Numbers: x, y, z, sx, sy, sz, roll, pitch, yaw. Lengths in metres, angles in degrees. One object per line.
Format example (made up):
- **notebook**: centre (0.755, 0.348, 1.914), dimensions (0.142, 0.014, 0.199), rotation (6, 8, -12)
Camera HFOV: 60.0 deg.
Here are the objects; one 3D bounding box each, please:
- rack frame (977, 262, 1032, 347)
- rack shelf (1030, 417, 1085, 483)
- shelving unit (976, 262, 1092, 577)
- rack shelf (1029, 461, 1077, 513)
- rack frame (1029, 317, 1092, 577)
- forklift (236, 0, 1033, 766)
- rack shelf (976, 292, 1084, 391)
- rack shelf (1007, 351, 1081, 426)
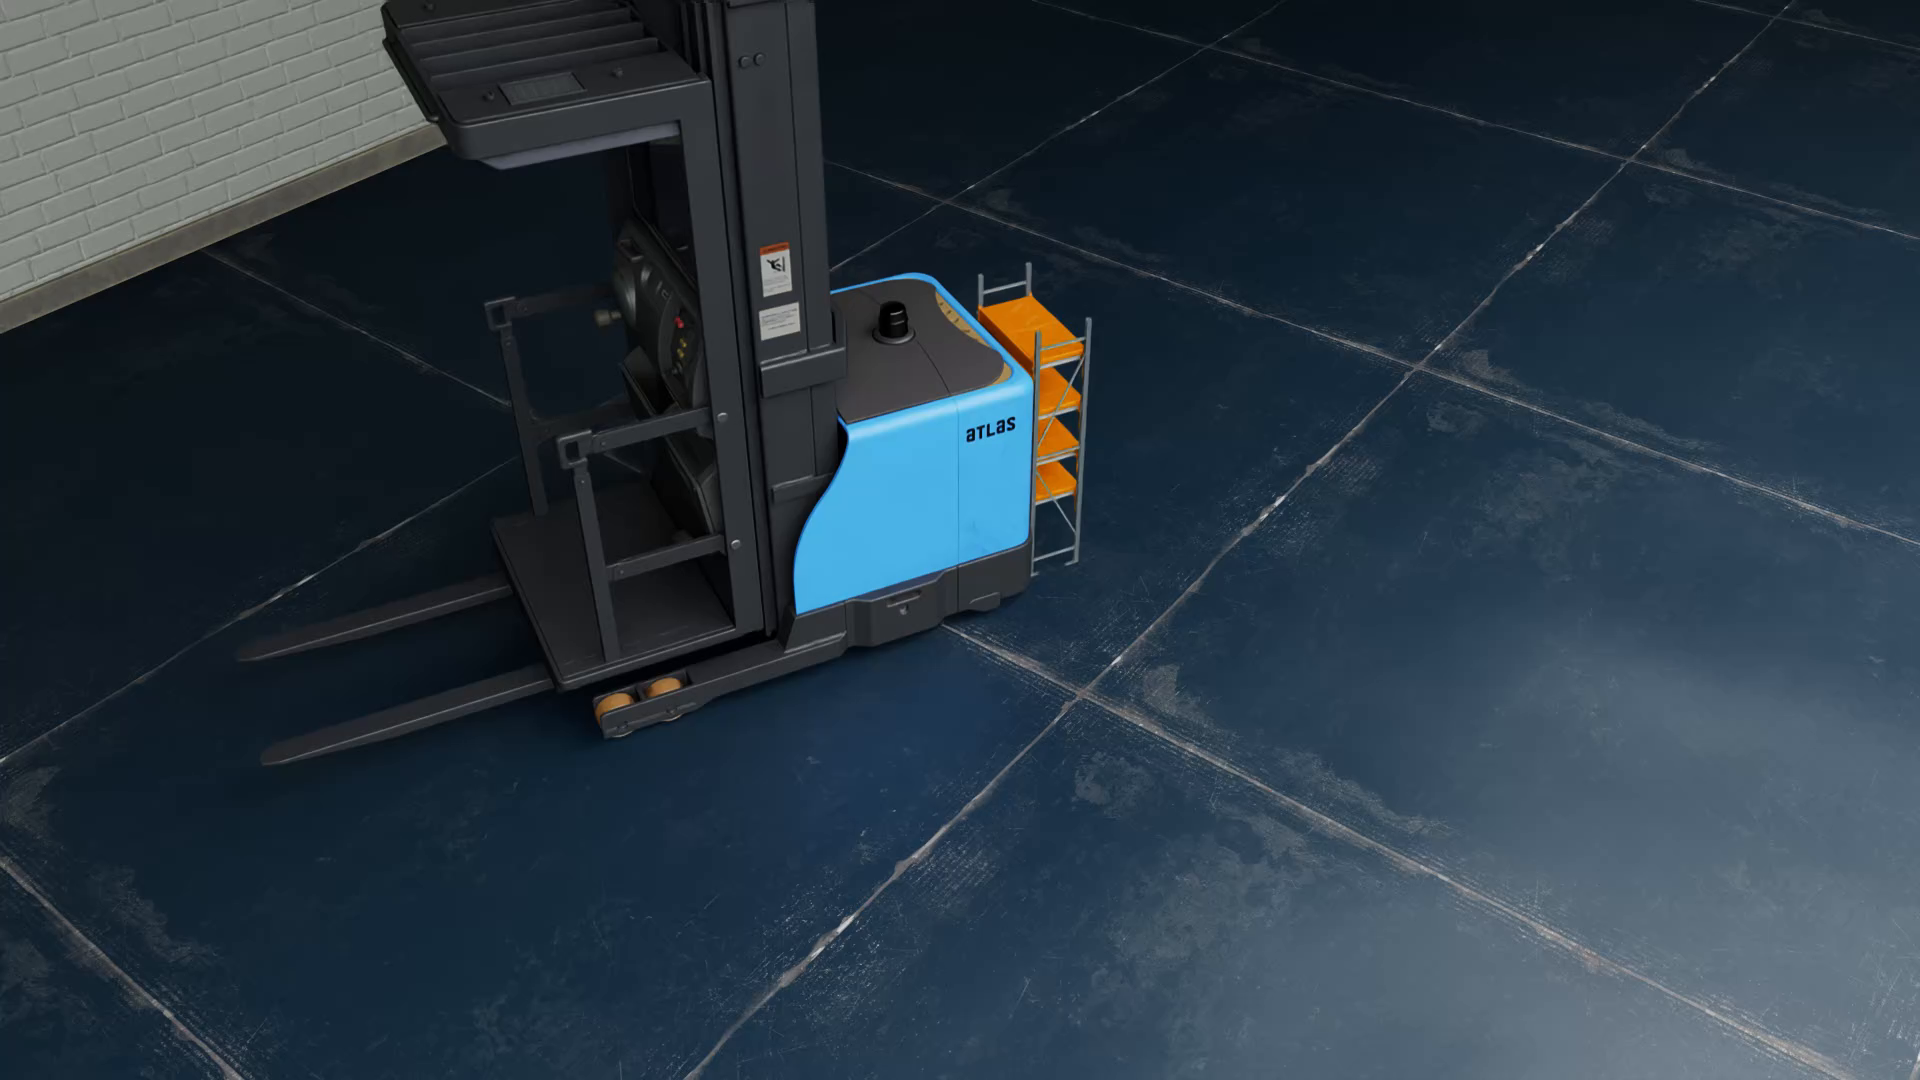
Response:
- **rack frame**: centre (0.179, -0.619, 7.067), dimensions (0.240, 1.200, 0.015), rotation (-17, 41, -20)
- **rack shelf**: centre (0.287, -0.431, 6.936), dimensions (0.258, 0.148, 0.480), rotation (-17, 41, -20)
- **shelving unit**: centre (0.287, -0.484, 6.895), dimensions (0.258, 1.200, 0.503), rotation (-17, 41, -20)
- **rack shelf**: centre (0.287, -0.275, 7.058), dimensions (0.258, 0.148, 0.480), rotation (-17, 41, -20)
- **rack frame**: centre (0.396, -0.349, 6.722), dimensions (0.240, 1.200, 0.015), rotation (-17, 41, -20)
- **forklift**: centre (-1.259, -0.781, 5.870), dimensions (3.031, 2.935, 1.130), rotation (-17, 41, -20)
- **rack shelf**: centre (0.288, -0.793, 6.652), dimensions (0.258, 0.148, 0.480), rotation (-17, 41, -20)
- **rack shelf**: centre (0.287, -0.607, 6.798), dimensions (0.258, 0.148, 0.480), rotation (-17, 41, -20)
